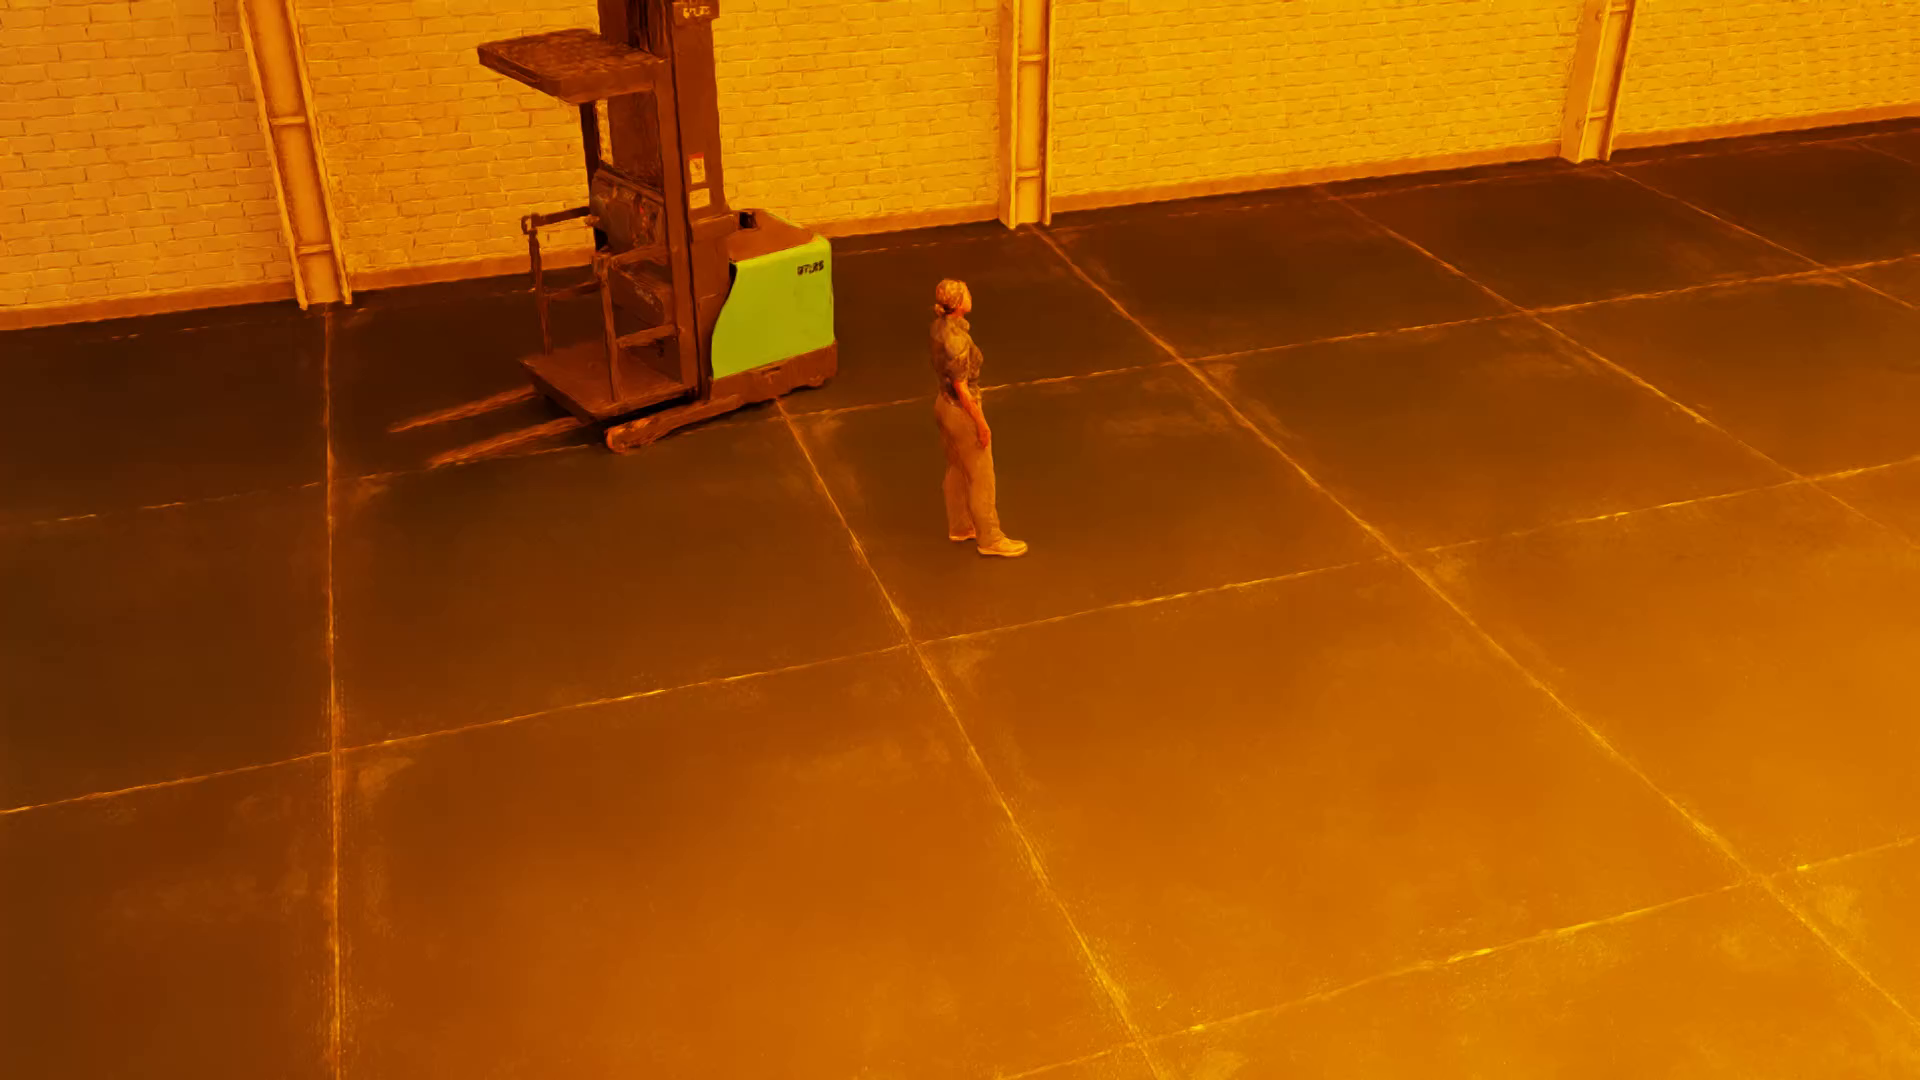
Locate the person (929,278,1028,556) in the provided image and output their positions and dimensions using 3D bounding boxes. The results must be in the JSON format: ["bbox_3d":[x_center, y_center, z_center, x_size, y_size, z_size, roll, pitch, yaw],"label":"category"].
[{"bbox_3d":[0.089,-0.722,9.621,0.503,1.641,0.570,-10,31,-16],"label":"person"}]

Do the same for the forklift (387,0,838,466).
[{"bbox_3d":[-2.347,-2.148,10.820,3.031,2.935,1.130,-22,36,-33],"label":"forklift"}]
